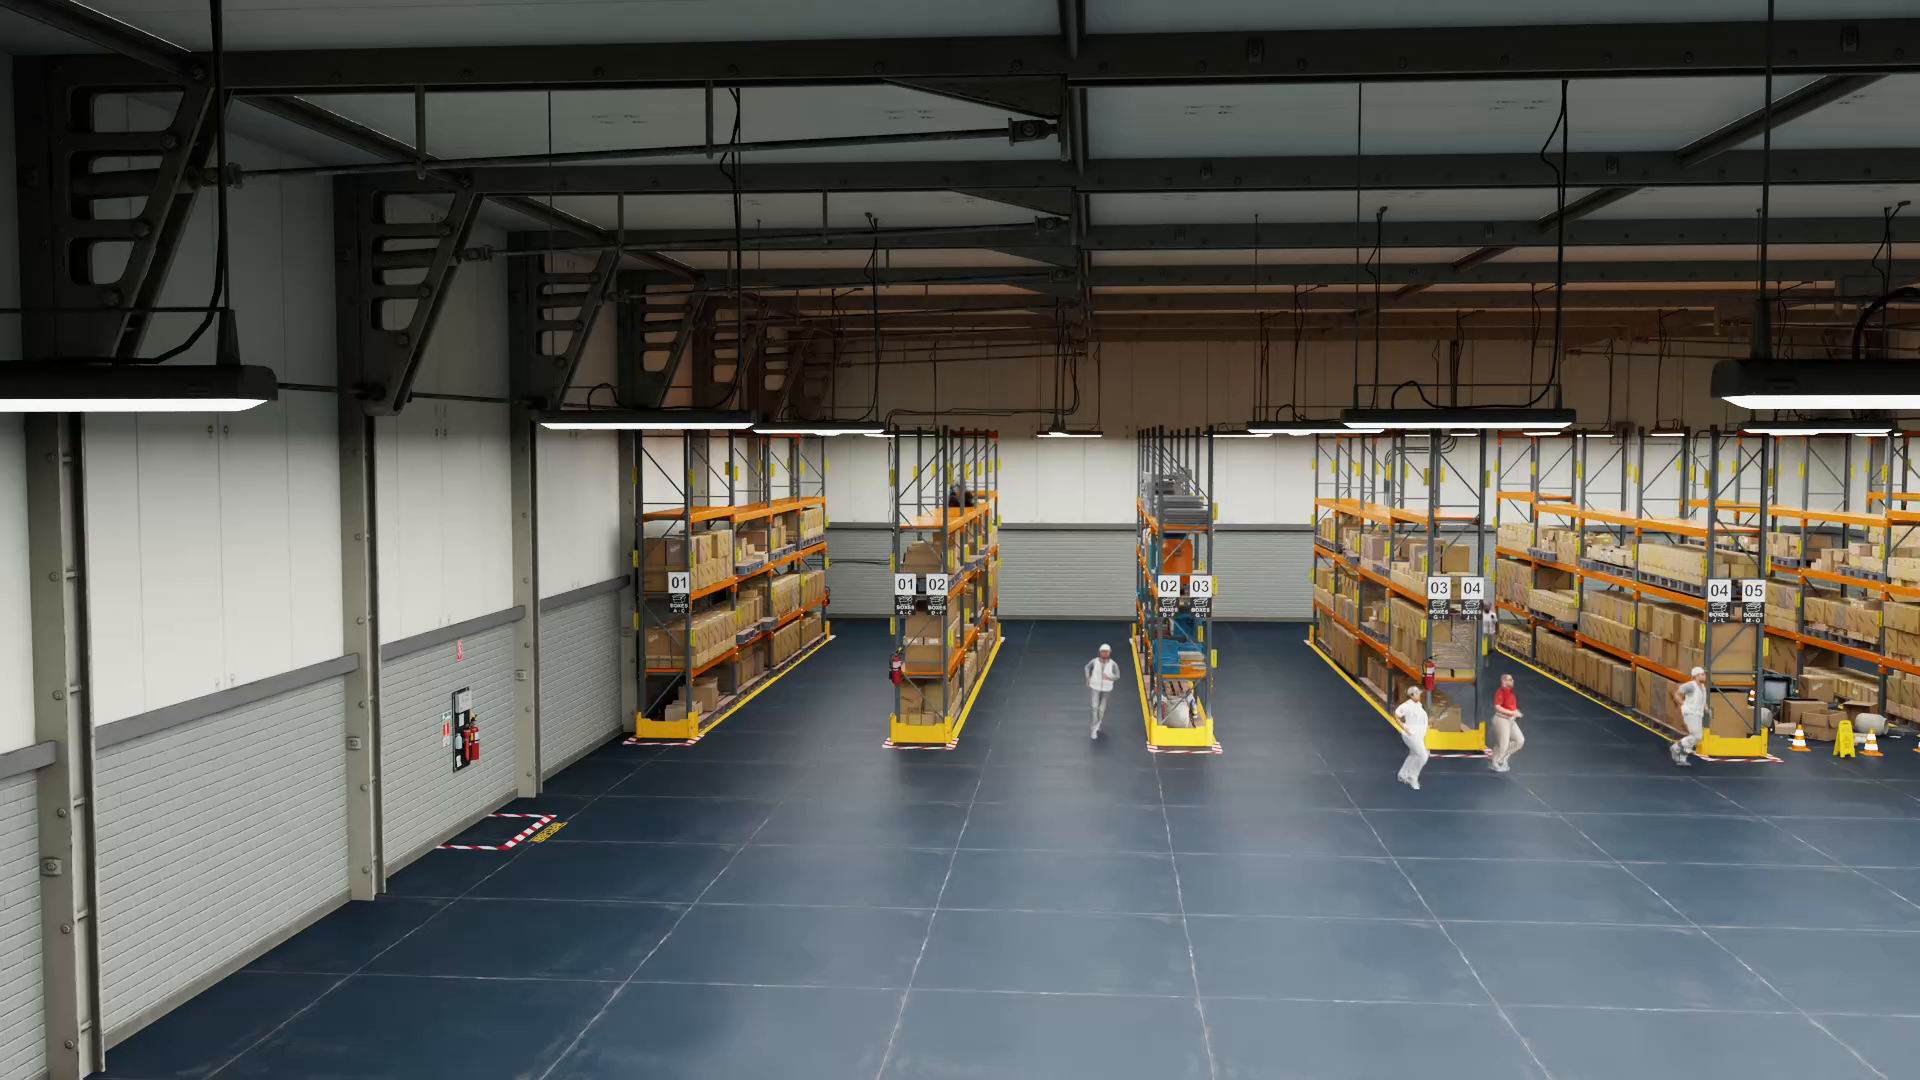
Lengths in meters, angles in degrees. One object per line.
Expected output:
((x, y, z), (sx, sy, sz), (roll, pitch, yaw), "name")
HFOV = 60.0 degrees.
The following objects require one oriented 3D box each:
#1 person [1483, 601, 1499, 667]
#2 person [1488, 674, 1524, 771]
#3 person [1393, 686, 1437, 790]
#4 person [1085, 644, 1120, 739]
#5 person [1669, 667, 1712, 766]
((13.330, 2.378, 41.994), (0.581, 1.668, 0.492), (1, 3, 9), "person")
((9.417, 3.156, 28.608), (0.647, 1.713, 0.660), (3, 5, 42), "person")
((7.496, 3.260, 27.369), (0.659, 1.701, 0.583), (3, 4, 37), "person")
((2.760, 2.913, 32.239), (0.656, 1.813, 0.838), (0, 3, -1), "person")
((12.924, 3.102, 29.291), (0.719, 1.731, 0.569), (-3, 4, -37), "person")
